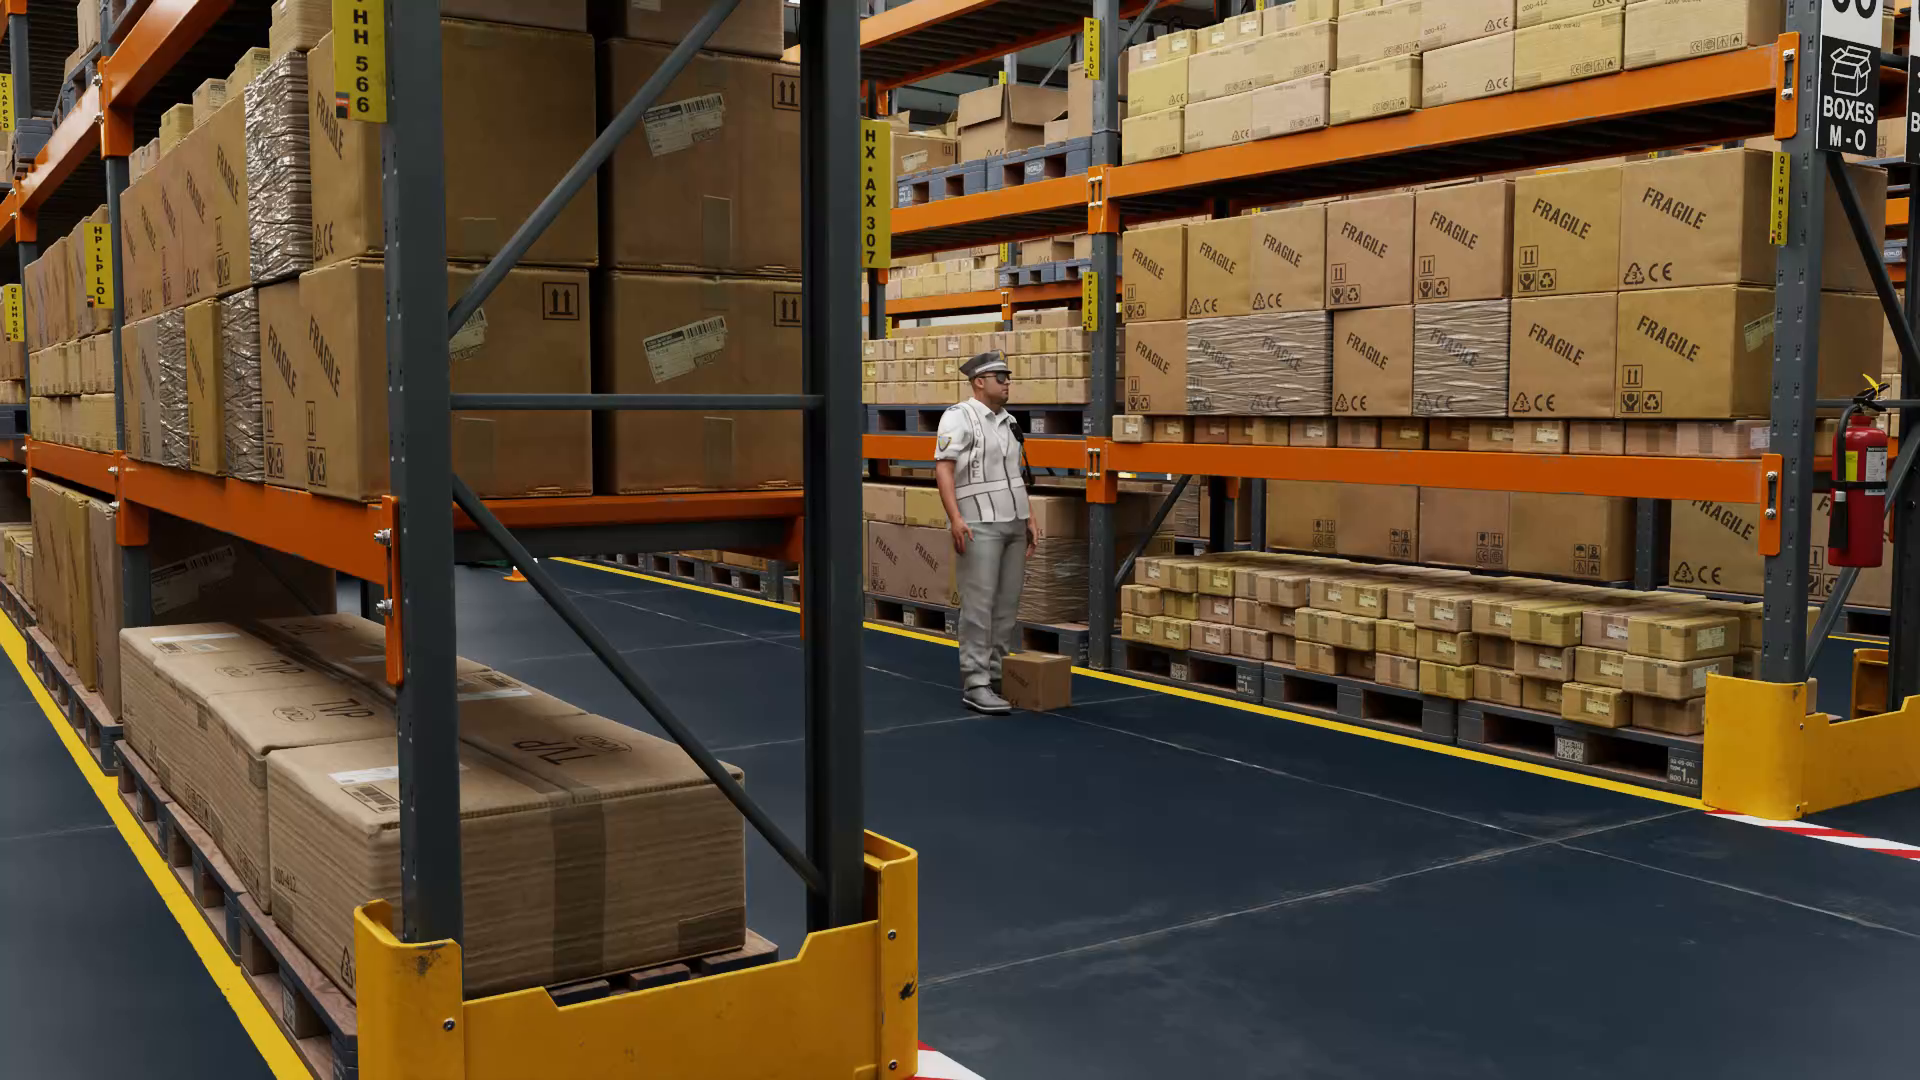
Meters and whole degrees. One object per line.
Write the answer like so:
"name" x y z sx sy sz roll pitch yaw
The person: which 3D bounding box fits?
"person" 0.203 -0.072 8.381 0.574 1.777 0.640 4 6 43
